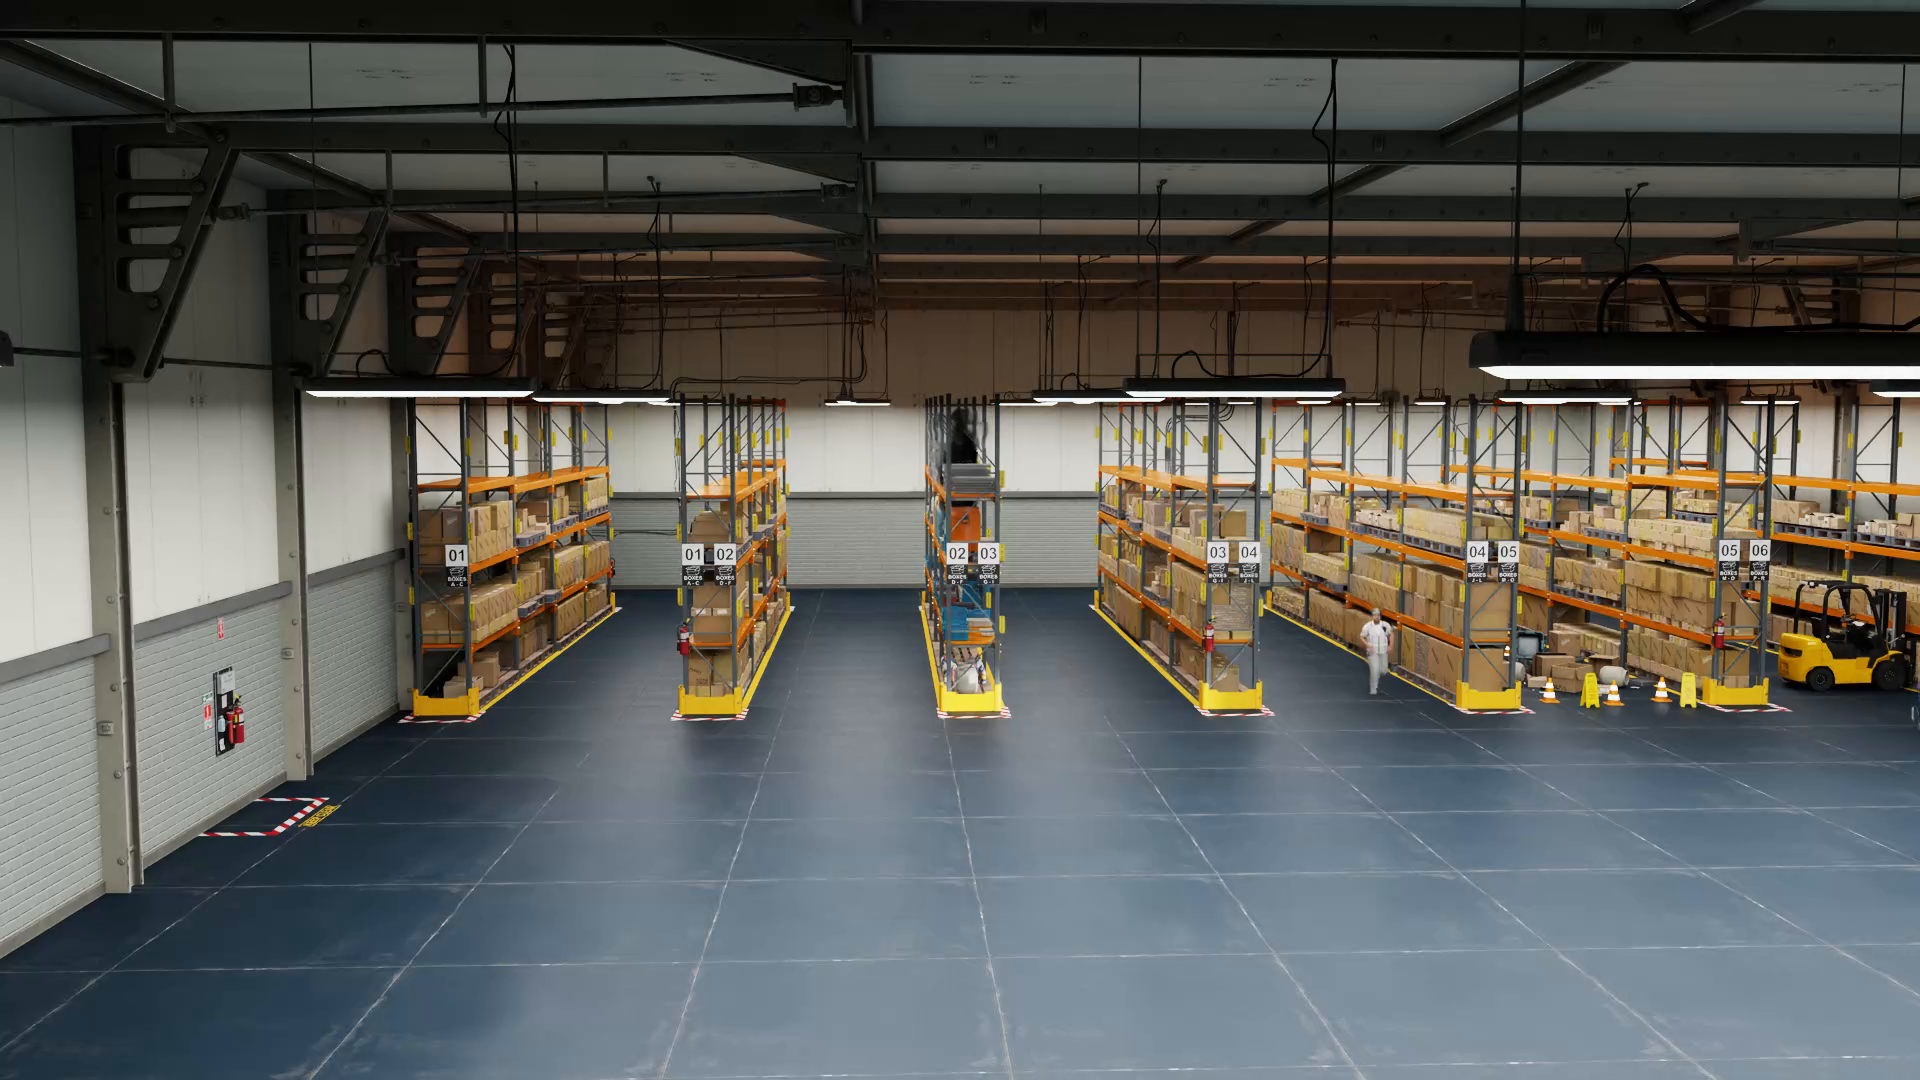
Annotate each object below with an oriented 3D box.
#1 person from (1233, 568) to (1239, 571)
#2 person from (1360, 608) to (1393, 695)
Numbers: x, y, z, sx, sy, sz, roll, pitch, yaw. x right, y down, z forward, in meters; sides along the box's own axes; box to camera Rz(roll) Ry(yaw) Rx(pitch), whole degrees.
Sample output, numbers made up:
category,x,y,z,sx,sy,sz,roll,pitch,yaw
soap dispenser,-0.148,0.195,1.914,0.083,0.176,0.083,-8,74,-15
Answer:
category,x,y,z,sx,sy,sz,roll,pitch,yaw
person,7.727,1.202,46.873,0.762,1.638,0.834,0,5,3
person,8.372,2.222,33.379,0.679,1.750,0.672,0,5,2
